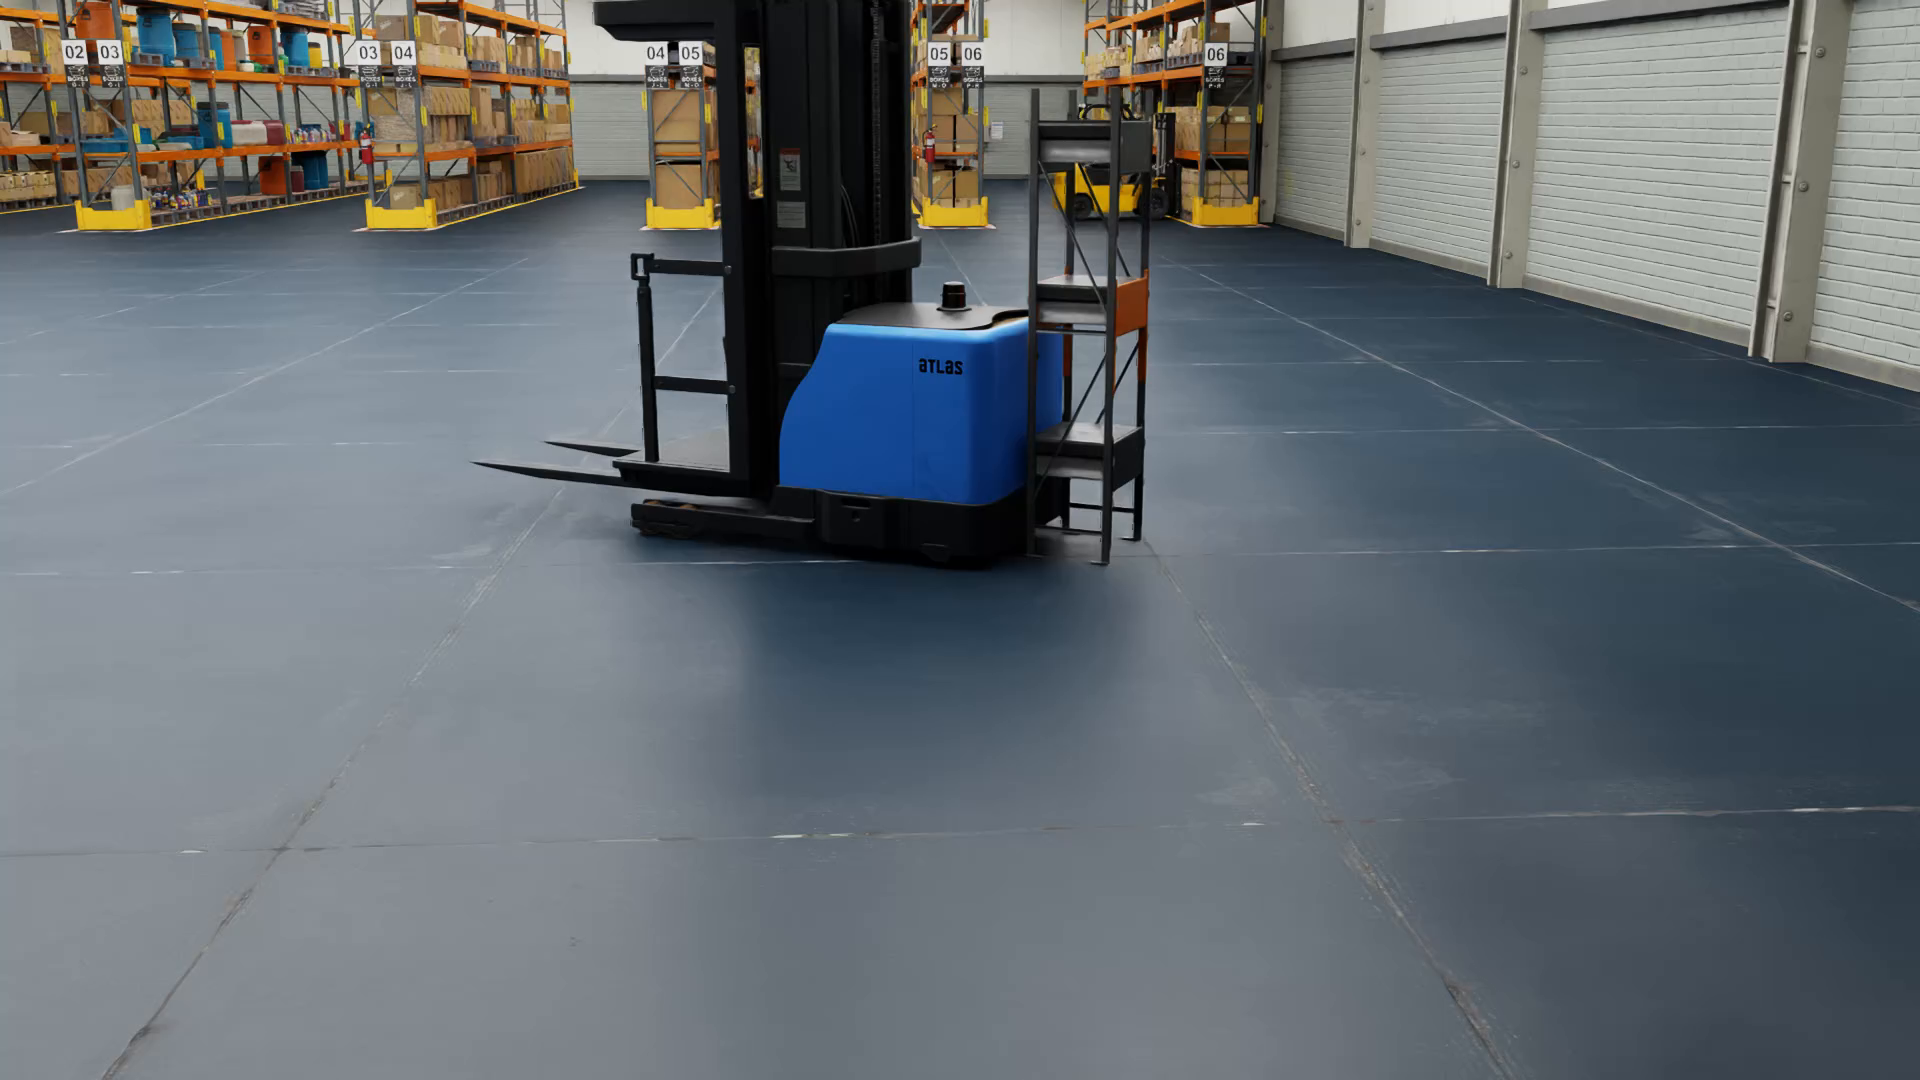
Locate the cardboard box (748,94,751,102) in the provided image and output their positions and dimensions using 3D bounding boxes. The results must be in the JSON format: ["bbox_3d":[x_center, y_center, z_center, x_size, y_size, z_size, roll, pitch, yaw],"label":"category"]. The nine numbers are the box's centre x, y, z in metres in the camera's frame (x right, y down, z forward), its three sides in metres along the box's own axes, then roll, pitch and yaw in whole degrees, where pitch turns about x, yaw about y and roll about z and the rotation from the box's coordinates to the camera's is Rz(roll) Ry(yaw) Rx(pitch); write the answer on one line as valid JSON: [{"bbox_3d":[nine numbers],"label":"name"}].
[{"bbox_3d":[-5.593,-11.111,42.384,0.500,0.500,0.500,-1,14,-3],"label":"cardboard box"}]

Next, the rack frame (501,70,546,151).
[{"bbox_3d":[-10.718,-10.012,40.919,1.000,3.000,0.127,-1,14,-3],"label":"rack frame"}]

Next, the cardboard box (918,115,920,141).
[{"bbox_3d":[-0.582,-8.254,33.289,0.500,0.500,0.500,-1,14,-4],"label":"cardboard box"}]

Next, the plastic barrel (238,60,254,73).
[{"bbox_3d":[-15.101,-10.014,35.183,0.301,0.262,0.301,0,14,0],"label":"plastic barrel"}]

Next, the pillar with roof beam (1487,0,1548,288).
[{"bbox_3d":[2.174,-7.300,18.338,9.100,9.000,0.400,-1,14,-3],"label":"pillar with roof beam"}]

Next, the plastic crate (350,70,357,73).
[{"bbox_3d":[-16.163,-12.220,43.742,0.497,0.269,0.590,-1,14,-3],"label":"plastic crate"}]

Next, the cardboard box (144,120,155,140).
[{"bbox_3d":[-20.400,-10.167,41.319,0.500,0.500,0.500,-1,14,-2],"label":"cardboard box"}]

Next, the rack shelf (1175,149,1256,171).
[{"bbox_3d":[4.747,-7.407,32.239,1.077,0.370,4.000,-1,14,-3],"label":"rack shelf"}]

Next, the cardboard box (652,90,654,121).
[{"bbox_3d":[-5.128,-7.903,30.253,0.875,0.550,0.550,-1,14,-3],"label":"cardboard box"}]

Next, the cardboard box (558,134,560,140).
[{"bbox_3d":[-10.502,-10.357,42.763,0.380,0.149,0.250,-1,14,-5],"label":"cardboard box"}]

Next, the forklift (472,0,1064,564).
[{"bbox_3d":[-1.048,-1.536,8.114,3.031,2.935,1.130,6,16,23],"label":"forklift"}]

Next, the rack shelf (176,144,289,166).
[{"bbox_3d":[-15.289,-8.095,34.912,1.077,0.370,4.000,-1,14,-3],"label":"rack shelf"}]

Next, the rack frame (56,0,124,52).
[{"bbox_3d":[-14.918,-9.856,28.275,1.000,3.000,0.127,-1,14,-3],"label":"rack frame"}]

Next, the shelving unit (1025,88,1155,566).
[{"bbox_3d":[0.589,-0.975,7.601,0.431,2.100,0.503,6,16,22],"label":"shelving unit"}]

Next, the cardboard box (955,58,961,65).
[{"bbox_3d":[0.115,-8.663,30.160,0.380,0.149,0.250,-1,14,-5],"label":"cardboard box"}]

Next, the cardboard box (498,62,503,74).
[{"bbox_3d":[-10.151,-10.159,35.774,0.500,0.250,0.500,-1,14,-4],"label":"cardboard box"}]

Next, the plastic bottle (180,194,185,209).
[{"bbox_3d":[-14.746,-6.409,31.507,0.097,0.271,0.097,0,14,0],"label":"plastic bottle"}]

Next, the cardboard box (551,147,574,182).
[{"bbox_3d":[-10.846,-10.023,44.384,0.875,0.875,0.875,-1,14,-3],"label":"cardboard box"}]

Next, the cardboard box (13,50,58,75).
[{"bbox_3d":[-20.418,-10.474,36.495,0.910,0.500,0.500,-1,14,-3],"label":"cardboard box"}]

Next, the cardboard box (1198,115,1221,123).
[{"bbox_3d":[4.570,-7.703,30.441,0.380,0.149,0.250,-1,14,-3],"label":"cardboard box"}]

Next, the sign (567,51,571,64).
[{"bbox_3d":[-10.423,-12.855,44.330,0.100,0.325,0.005,-1,14,-3],"label":"sign"}]

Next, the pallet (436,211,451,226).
[{"bbox_3d":[-9.994,-5.899,30.528,1.003,0.211,1.213,-1,14,-3],"label":"pallet"}]

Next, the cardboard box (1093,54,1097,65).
[{"bbox_3d":[3.755,-12.511,43.313,0.500,0.250,0.500,0,14,-2],"label":"cardboard box"}]

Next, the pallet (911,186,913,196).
[{"bbox_3d":[-0.704,-8.624,41.120,1.003,0.211,1.213,-1,14,-3],"label":"pallet"}]

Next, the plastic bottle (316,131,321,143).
[{"bbox_3d":[-15.260,-9.566,39.435,0.152,0.276,0.135,-1,14,-3],"label":"plastic bottle"}]

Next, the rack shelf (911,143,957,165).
[{"bbox_3d":[-0.455,-8.324,35.803,1.077,0.370,4.000,-1,14,-3],"label":"rack shelf"}]

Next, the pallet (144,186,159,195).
[{"bbox_3d":[-20.647,-8.680,41.339,1.003,0.211,1.213,-1,14,-3],"label":"pallet"}]

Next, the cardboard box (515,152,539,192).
[{"bbox_3d":[-10.539,-8.585,38.795,1.225,0.875,0.875,-1,14,-3],"label":"cardboard box"}]

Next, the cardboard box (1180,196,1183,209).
[{"bbox_3d":[4.483,-6.490,31.907,0.500,0.250,0.500,-1,14,-3],"label":"cardboard box"}]

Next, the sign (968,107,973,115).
[{"bbox_3d":[0.210,-8.605,33.713,0.100,0.325,0.005,-1,14,-3],"label":"sign"}]

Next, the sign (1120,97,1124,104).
[{"bbox_3d":[4.435,-11.955,45.512,0.100,0.325,0.005,-1,14,-3],"label":"sign"}]

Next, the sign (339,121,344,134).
[{"bbox_3d":[-15.112,-10.078,40.618,0.100,0.325,0.005,-1,14,-3],"label":"sign"}]

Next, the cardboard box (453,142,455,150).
[{"bbox_3d":[-9.887,-7.540,31.816,0.380,0.149,0.250,-1,14,-3],"label":"cardboard box"}]

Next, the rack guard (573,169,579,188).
[{"bbox_3d":[-10.967,-9.802,45.120,1.175,0.500,0.348,-1,14,-3],"label":"rack guard"}]

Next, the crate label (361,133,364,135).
[{"bbox_3d":[-15.632,-10.490,43.187,0.396,0.136,0.243,-1,14,-3],"label":"crate label"}]

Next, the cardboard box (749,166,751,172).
[{"bbox_3d":[-5.571,-9.524,42.706,0.380,0.149,0.250,-1,14,-2],"label":"cardboard box"}]

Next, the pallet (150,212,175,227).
[{"bbox_3d":[-15.014,-5.821,30.226,1.003,0.211,1.213,-1,14,-3],"label":"pallet"}]

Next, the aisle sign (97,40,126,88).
[{"bbox_3d":[-14.621,-8.197,28.647,0.394,0.787,0.004,-1,14,-3],"label":"aisle sign"}]

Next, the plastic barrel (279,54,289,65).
[{"bbox_3d":[-15.249,-10.789,37.386,0.294,0.245,0.294,0,14,0],"label":"plastic barrel"}]

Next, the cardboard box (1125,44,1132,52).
[{"bbox_3d":[4.264,-12.030,40.774,0.396,0.266,0.258,-1,14,-3],"label":"cardboard box"}]

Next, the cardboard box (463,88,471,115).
[{"bbox_3d":[-9.919,-8.591,32.593,0.500,0.500,0.500,-1,14,-3],"label":"cardboard box"}]

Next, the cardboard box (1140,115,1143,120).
[{"bbox_3d":[4.189,-9.332,36.773,0.380,0.149,0.250,-1,14,-3],"label":"cardboard box"}]

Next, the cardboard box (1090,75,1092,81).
[{"bbox_3d":[3.645,-12.228,44.016,0.380,0.149,0.250,-1,14,-4],"label":"cardboard box"}]

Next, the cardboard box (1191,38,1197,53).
[{"bbox_3d":[4.501,-9.162,30.822,0.396,0.266,0.258,-1,14,-3],"label":"cardboard box"}]

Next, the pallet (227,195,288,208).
[{"bbox_3d":[-15.404,-7.397,36.352,1.003,0.211,1.213,-1,14,-3],"label":"pallet"}]

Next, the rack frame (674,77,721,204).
[{"bbox_3d":[-5.265,-8.074,33.386,1.000,3.000,0.127,-1,14,-3],"label":"rack frame"}]
